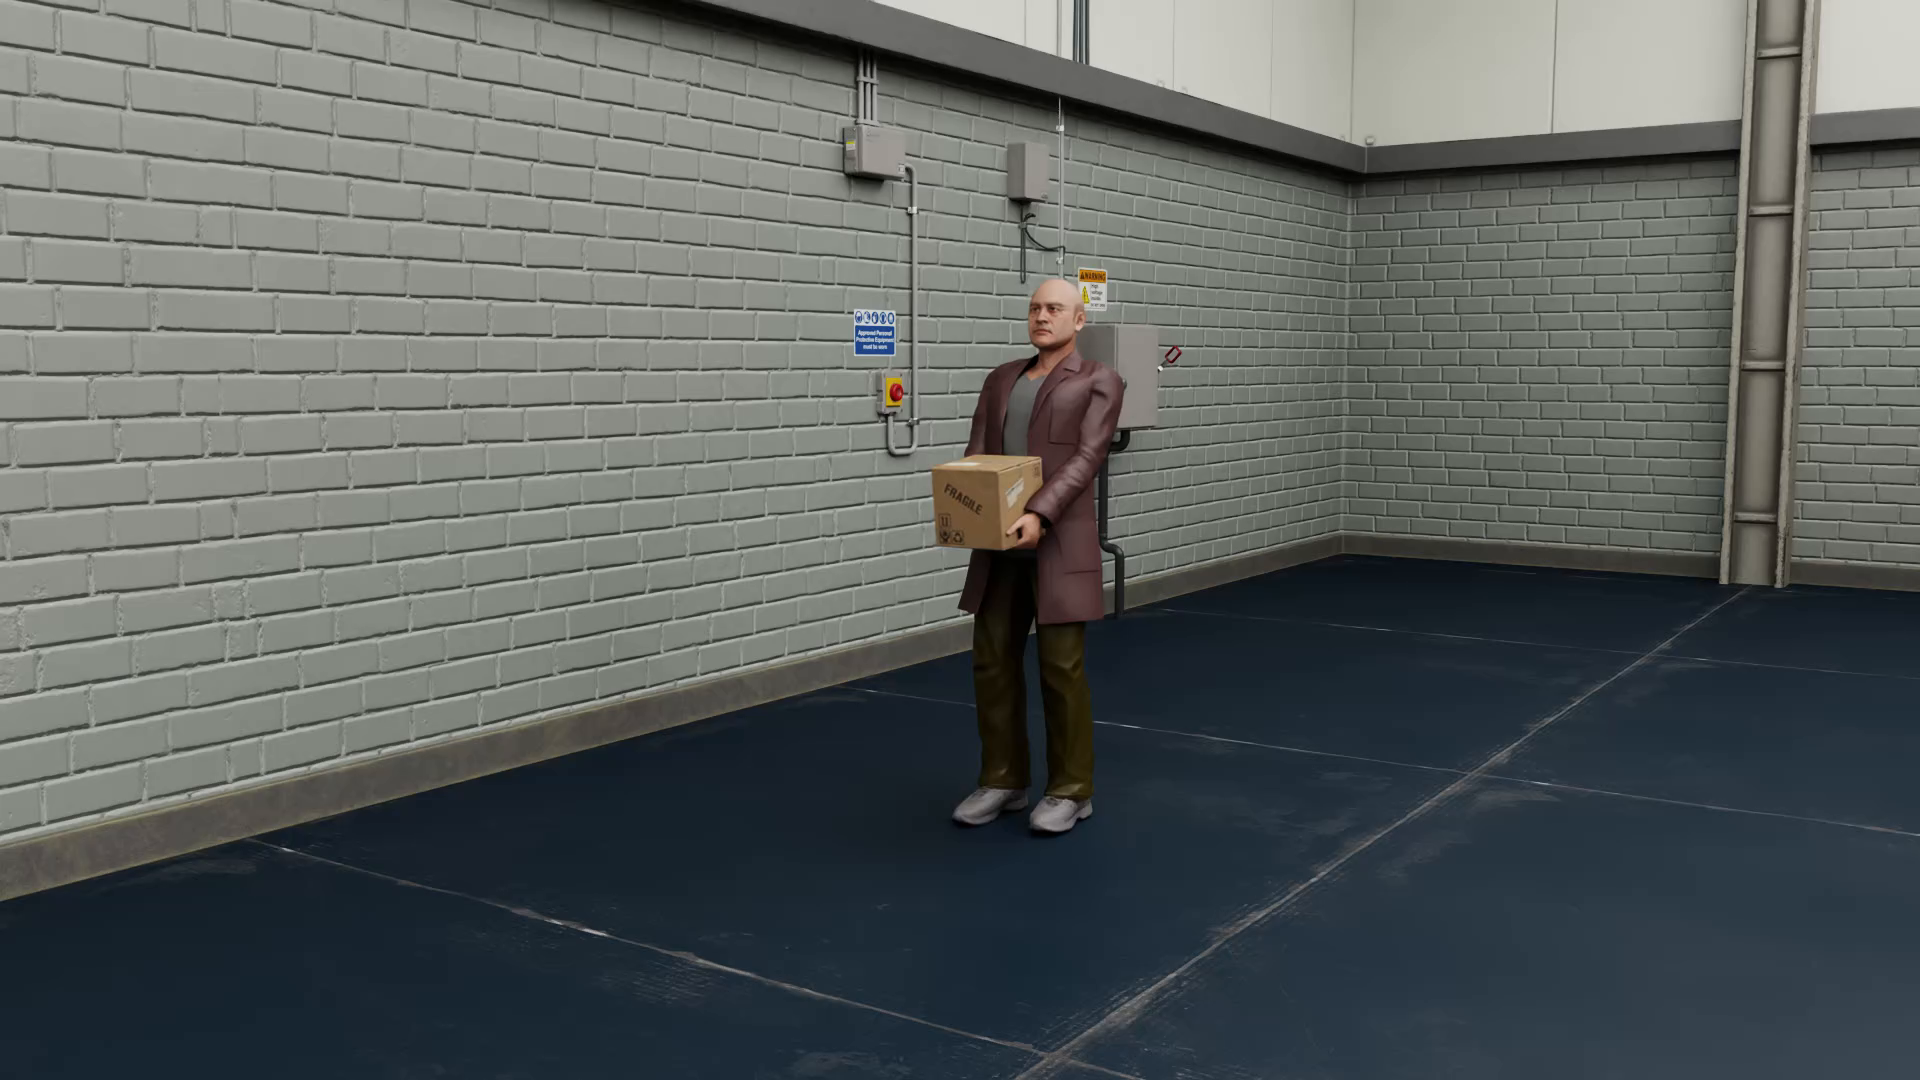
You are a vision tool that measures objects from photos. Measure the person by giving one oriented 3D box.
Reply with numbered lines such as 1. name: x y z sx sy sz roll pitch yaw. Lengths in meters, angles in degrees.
1. person: 0.202 0.047 5.350 0.527 1.769 0.563 4 7 34
